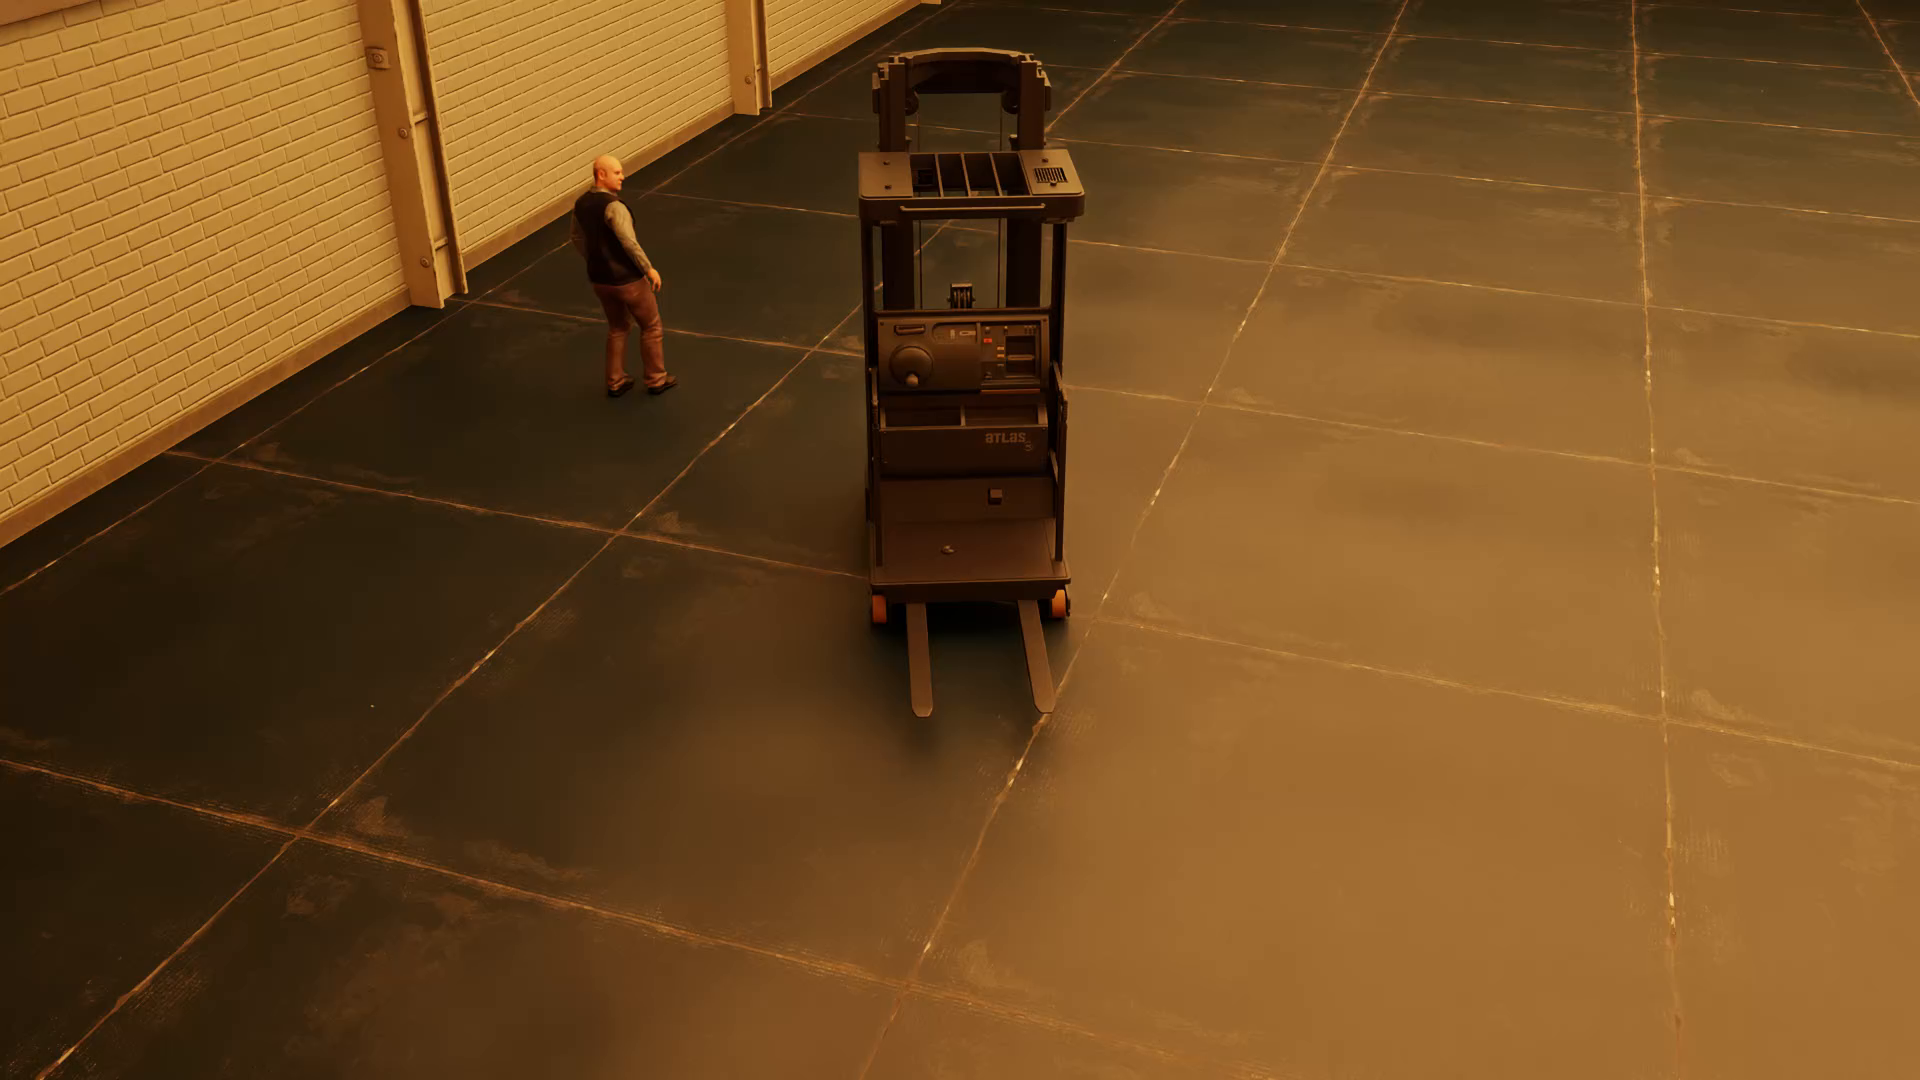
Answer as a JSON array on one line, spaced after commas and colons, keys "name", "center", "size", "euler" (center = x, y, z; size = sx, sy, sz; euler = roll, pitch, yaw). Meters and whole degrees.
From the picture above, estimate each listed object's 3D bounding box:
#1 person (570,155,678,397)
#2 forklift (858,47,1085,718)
[{"name": "person", "center": [-2.351, -1.849, 11.621], "size": [0.733, 1.705, 0.515], "euler": [18, 34, 28]}, {"name": "forklift", "center": [0.035, -0.972, 8.842], "size": [1.130, 2.935, 3.031], "euler": [-2, 30, -3]}]
